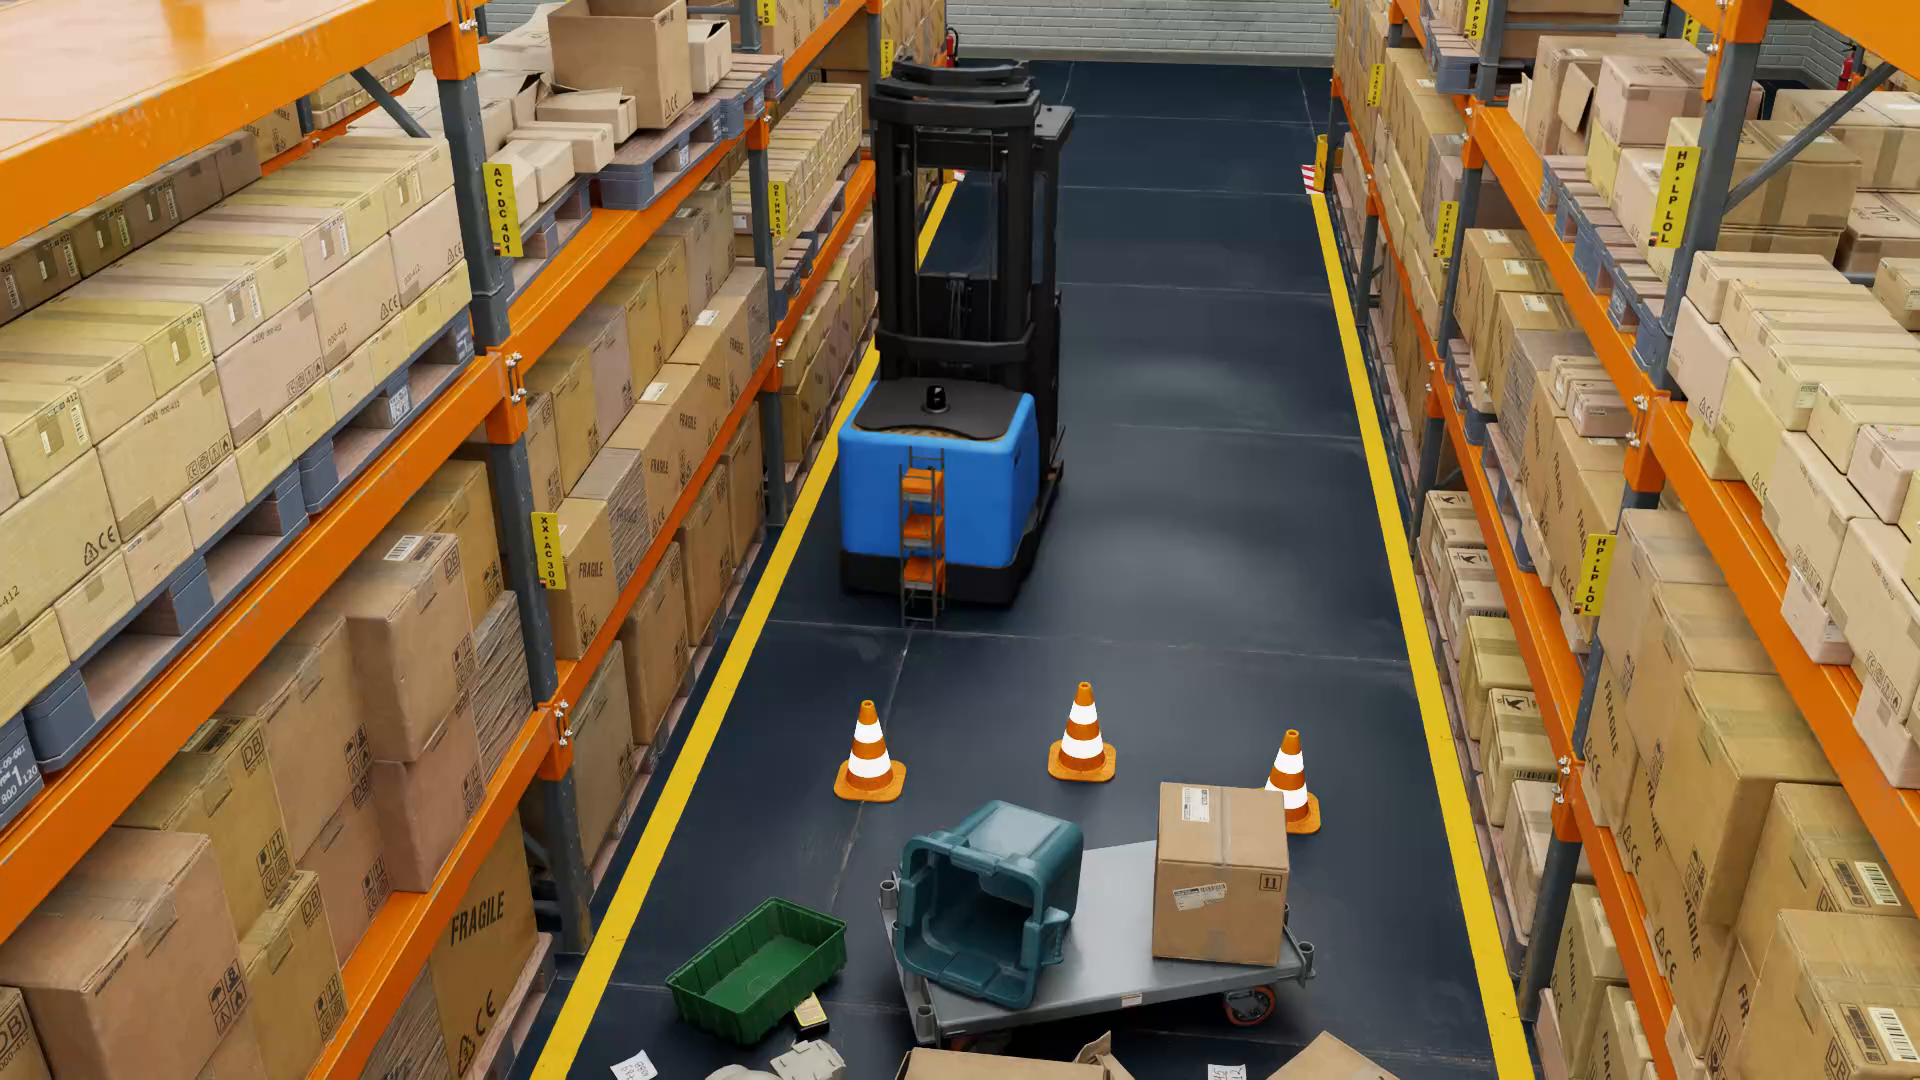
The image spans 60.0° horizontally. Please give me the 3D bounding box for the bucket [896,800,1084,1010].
[{"bbox_3d":[0.161,1.397,6.636,0.726,0.611,0.620,14,21,24],"label":"bucket"}]

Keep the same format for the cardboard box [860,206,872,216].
[{"bbox_3d":[-0.790,-2.807,14.526,0.380,0.149,0.250,5,29,9],"label":"cardboard box"}]

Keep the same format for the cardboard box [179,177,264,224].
[{"bbox_3d":[-2.449,-0.974,5.321,0.500,0.250,0.500,4,29,7],"label":"cardboard box"}]

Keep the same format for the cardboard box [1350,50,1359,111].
[{"bbox_3d":[3.782,-4.102,14.887,0.500,0.500,0.500,4,29,8],"label":"cardboard box"}]

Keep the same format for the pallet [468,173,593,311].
[{"bbox_3d":[-2.047,-1.244,6.728,0.805,0.209,1.217,2,28,4],"label":"pallet"}]

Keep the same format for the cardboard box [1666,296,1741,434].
[{"bbox_3d":[2.489,-0.527,5.040,0.500,0.250,0.500,3,28,5],"label":"cardboard box"}]

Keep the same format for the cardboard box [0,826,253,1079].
[{"bbox_3d":[-2.338,1.076,4.086,0.875,0.550,0.550,3,28,6],"label":"cardboard box"}]

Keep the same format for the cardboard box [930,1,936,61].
[{"bbox_3d":[-0.508,-4.928,16.108,0.500,0.500,0.500,3,28,5],"label":"cardboard box"}]

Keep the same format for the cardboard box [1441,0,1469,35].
[{"bbox_3d":[3.237,-3.243,9.687,0.700,0.500,0.500,2,28,4],"label":"cardboard box"}]

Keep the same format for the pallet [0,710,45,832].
[{"bbox_3d":[-2.520,0.678,3.051,1.003,0.211,1.213,3,28,6],"label":"pallet"}]

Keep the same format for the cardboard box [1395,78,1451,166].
[{"bbox_3d":[3.357,-2.916,11.632,0.500,0.500,0.500,3,28,5],"label":"cardboard box"}]

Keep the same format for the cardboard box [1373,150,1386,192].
[{"bbox_3d":[3.479,-2.841,12.811,0.500,0.250,0.500,3,28,5],"label":"cardboard box"}]

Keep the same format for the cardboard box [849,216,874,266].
[{"bbox_3d":[-0.971,-2.388,13.215,0.500,0.250,0.500,3,28,5],"label":"cardboard box"}]

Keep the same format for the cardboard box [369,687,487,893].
[{"bbox_3d":[-2.189,0.795,5.745,0.875,0.550,0.550,3,28,6],"label":"cardboard box"}]

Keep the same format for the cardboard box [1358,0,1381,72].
[{"bbox_3d":[3.702,-4.300,14.201,0.500,0.500,0.500,4,29,7],"label":"cardboard box"}]

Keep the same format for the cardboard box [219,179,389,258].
[{"bbox_3d":[-1.902,-0.935,4.829,0.380,0.149,0.250,3,28,6],"label":"cardboard box"}]

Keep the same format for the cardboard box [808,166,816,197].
[{"bbox_3d":[-1.206,-2.483,11.498,0.380,0.149,0.250,3,28,6],"label":"cardboard box"}]

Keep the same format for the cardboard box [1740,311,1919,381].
[{"bbox_3d":[2.408,-0.517,4.601,0.380,0.149,0.250,2,28,5],"label":"cardboard box"}]

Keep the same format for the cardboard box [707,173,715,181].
[{"bbox_3d":[-1.887,-2.405,11.352,0.380,0.149,0.250,3,28,6],"label":"cardboard box"}]

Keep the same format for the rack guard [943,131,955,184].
[{"bbox_3d":[-0.650,-4.086,17.599,1.175,0.500,0.348,3,28,6],"label":"rack guard"}]

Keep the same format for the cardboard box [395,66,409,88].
[{"bbox_3d":[-5.485,-4.418,15.845,0.380,0.149,0.250,3,28,5],"label":"cardboard box"}]

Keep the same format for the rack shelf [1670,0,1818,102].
[{"bbox_3d":[3.059,-2.423,6.732,1.077,0.370,4.000,3,28,6],"label":"rack shelf"}]

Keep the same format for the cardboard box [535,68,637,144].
[{"bbox_3d":[-1.671,-1.932,7.397,0.396,0.266,0.258,3,28,6],"label":"cardboard box"}]

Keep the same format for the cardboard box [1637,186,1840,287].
[{"bbox_3d":[2.742,-1.056,5.892,0.500,0.250,0.500,3,28,5],"label":"cardboard box"}]

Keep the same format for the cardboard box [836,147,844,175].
[{"bbox_3d":[-1.077,-2.857,12.505,0.380,0.149,0.250,2,28,4],"label":"cardboard box"}]

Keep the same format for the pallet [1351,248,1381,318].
[{"bbox_3d":[3.965,-2.225,14.449,1.003,0.211,1.213,3,28,6],"label":"pallet"}]

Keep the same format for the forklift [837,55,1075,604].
[{"bbox_3d":[0.088,-1.599,10.420,1.130,2.935,3.031,6,29,10],"label":"forklift"}]

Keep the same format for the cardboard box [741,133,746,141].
[{"bbox_3d":[-1.761,-3.026,12.192,0.380,0.149,0.250,3,28,6],"label":"cardboard box"}]

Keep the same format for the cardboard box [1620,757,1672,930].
[{"bbox_3d":[2.445,0.920,5.252,0.500,0.500,0.500,3,28,6],"label":"cardboard box"}]

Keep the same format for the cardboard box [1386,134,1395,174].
[{"bbox_3d":[3.425,-2.815,12.236,0.500,0.250,0.500,4,29,7],"label":"cardboard box"}]

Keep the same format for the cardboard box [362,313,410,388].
[{"bbox_3d":[-1.899,-0.582,5.013,0.380,0.149,0.250,4,29,7],"label":"cardboard box"}]

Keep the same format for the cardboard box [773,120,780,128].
[{"bbox_3d":[-1.635,-3.255,13.243,0.380,0.149,0.250,2,28,4],"label":"cardboard box"}]

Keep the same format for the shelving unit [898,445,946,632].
[{"bbox_3d":[-0.213,-0.002,9.439,0.215,1.050,0.252,6,29,10],"label":"shelving unit"}]

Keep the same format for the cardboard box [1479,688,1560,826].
[{"bbox_3d":[2.961,1.053,7.752,0.950,0.372,0.625,5,29,9],"label":"cardboard box"}]

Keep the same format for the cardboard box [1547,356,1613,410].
[{"bbox_3d":[2.729,-0.665,7.067,0.380,0.149,0.250,2,28,4],"label":"cardboard box"}]

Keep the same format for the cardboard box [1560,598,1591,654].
[{"bbox_3d":[2.603,0.334,6.581,0.380,0.149,0.250,4,29,7],"label":"cardboard box"}]

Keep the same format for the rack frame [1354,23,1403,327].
[{"bbox_3d":[3.795,-3.099,13.132,1.000,3.000,0.127,3,28,6],"label":"rack frame"}]

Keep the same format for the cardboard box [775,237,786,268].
[{"bbox_3d":[-1.332,-1.856,10.646,0.380,0.149,0.250,5,29,9],"label":"cardboard box"}]

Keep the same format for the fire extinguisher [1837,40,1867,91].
[{"bbox_3d":[8.771,-4.593,16.380,0.296,0.674,0.183,3,28,6],"label":"fire extinguisher"}]

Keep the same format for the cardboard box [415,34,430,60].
[{"bbox_3d":[-5.471,-4.901,16.321,0.500,0.250,0.500,2,28,4],"label":"cardboard box"}]

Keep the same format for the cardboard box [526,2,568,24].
[{"bbox_3d":[-1.928,-2.638,8.660,0.500,0.311,0.500,3,29,6],"label":"cardboard box"}]

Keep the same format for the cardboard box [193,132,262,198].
[{"bbox_3d":[-2.493,-1.212,5.342,0.380,0.149,0.250,4,29,7],"label":"cardboard box"}]

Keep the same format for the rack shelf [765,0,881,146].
[{"bbox_3d":[-1.376,-3.401,11.289,1.077,0.370,4.000,3,28,6],"label":"rack shelf"}]

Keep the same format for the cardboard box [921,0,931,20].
[{"bbox_3d":[-0.566,-5.123,15.416,0.500,0.500,0.500,5,29,9],"label":"cardboard box"}]

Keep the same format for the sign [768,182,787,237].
[{"bbox_3d":[-1.069,-1.935,9.751,0.100,0.325,0.005,3,28,6],"label":"sign"}]

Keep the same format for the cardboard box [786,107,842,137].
[{"bbox_3d":[-1.084,-3.103,12.335,0.380,0.149,0.250,3,28,6],"label":"cardboard box"}]

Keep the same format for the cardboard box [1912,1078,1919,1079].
[{"bbox_3d":[2.240,1.444,3.227,0.700,0.500,0.500,4,29,7],"label":"cardboard box"}]

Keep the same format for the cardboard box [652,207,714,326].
[{"bbox_3d":[-1.746,-1.491,8.988,0.700,0.500,0.500,3,28,5],"label":"cardboard box"}]

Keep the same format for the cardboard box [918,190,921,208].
[{"bbox_3d":[-0.587,-3.277,16.026,0.380,0.149,0.250,4,29,7],"label":"cardboard box"}]

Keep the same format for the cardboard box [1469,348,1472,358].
[{"bbox_3d":[3.012,-1.017,9.089,0.380,0.149,0.250,2,28,3],"label":"cardboard box"}]

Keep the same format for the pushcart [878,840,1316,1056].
[{"bbox_3d":[0.545,1.712,6.966,1.648,0.377,0.936,-6,29,-11],"label":"pushcart"}]

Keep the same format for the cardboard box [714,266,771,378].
[{"bbox_3d":[-1.409,-1.273,9.636,0.500,0.500,0.500,3,28,6],"label":"cardboard box"}]

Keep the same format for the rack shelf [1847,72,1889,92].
[{"bbox_3d":[8.966,-3.437,14.518,1.077,0.370,4.000,3,28,6],"label":"rack shelf"}]

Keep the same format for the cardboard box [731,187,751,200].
[{"bbox_3d":[-1.341,-2.125,10.519,0.380,0.149,0.250,3,28,5],"label":"cardboard box"}]

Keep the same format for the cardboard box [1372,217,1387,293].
[{"bbox_3d":[3.978,-2.445,14.177,0.875,0.438,0.875,3,28,5],"label":"cardboard box"}]

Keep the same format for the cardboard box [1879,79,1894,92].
[{"bbox_3d":[8.914,-4.323,15.669,0.380,0.149,0.250,4,29,7],"label":"cardboard box"}]

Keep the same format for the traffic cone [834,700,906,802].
[{"bbox_3d":[-0.448,1.000,8.198,0.336,0.463,0.334,3,28,6],"label":"traffic cone"}]

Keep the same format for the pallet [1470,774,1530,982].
[{"bbox_3d":[2.908,1.528,7.483,1.003,0.211,1.213,3,28,6],"label":"pallet"}]
